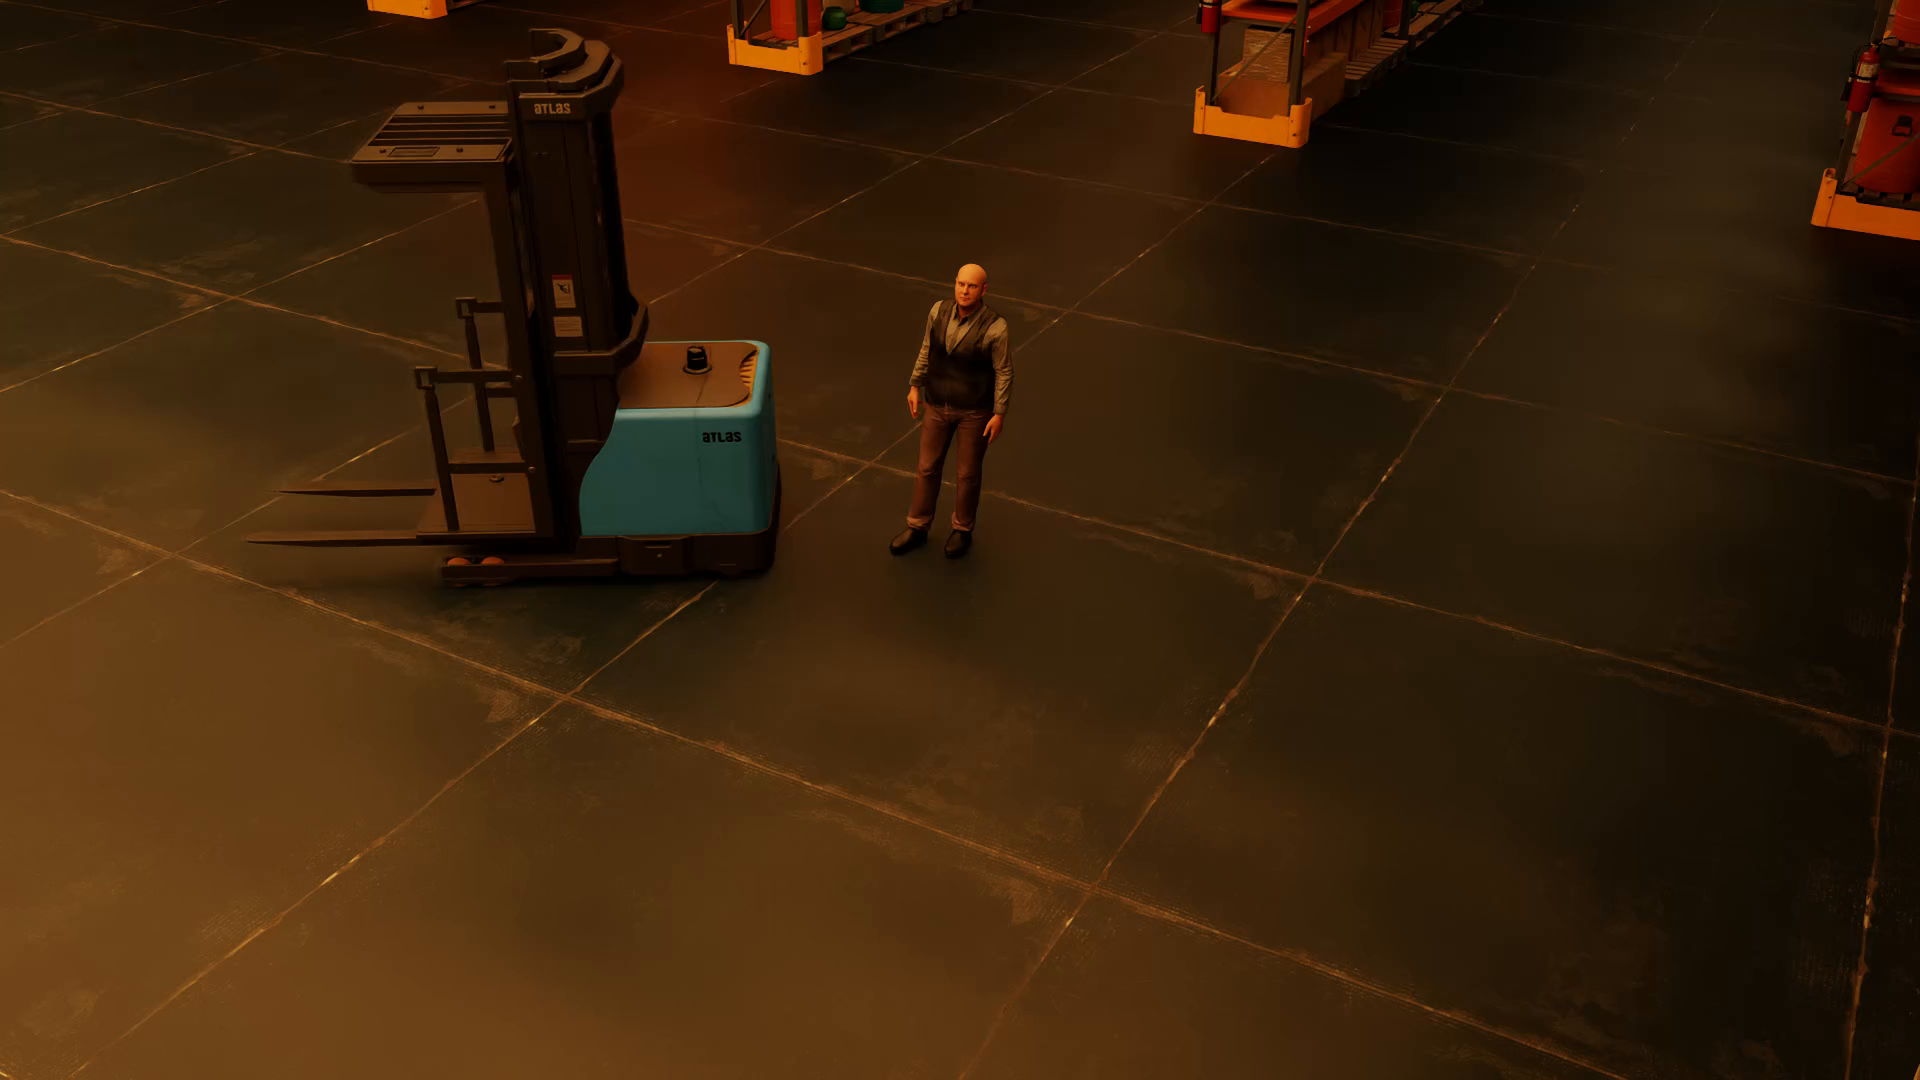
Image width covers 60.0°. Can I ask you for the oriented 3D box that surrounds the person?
[{"bbox_3d":[-0.037,-0.726,9.524,0.633,1.722,0.566,15,33,25],"label":"person"}]

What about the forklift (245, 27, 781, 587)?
[{"bbox_3d":[-2.612,-1.270,9.271,3.031,2.935,1.130,-1,30,-2],"label":"forklift"}]
